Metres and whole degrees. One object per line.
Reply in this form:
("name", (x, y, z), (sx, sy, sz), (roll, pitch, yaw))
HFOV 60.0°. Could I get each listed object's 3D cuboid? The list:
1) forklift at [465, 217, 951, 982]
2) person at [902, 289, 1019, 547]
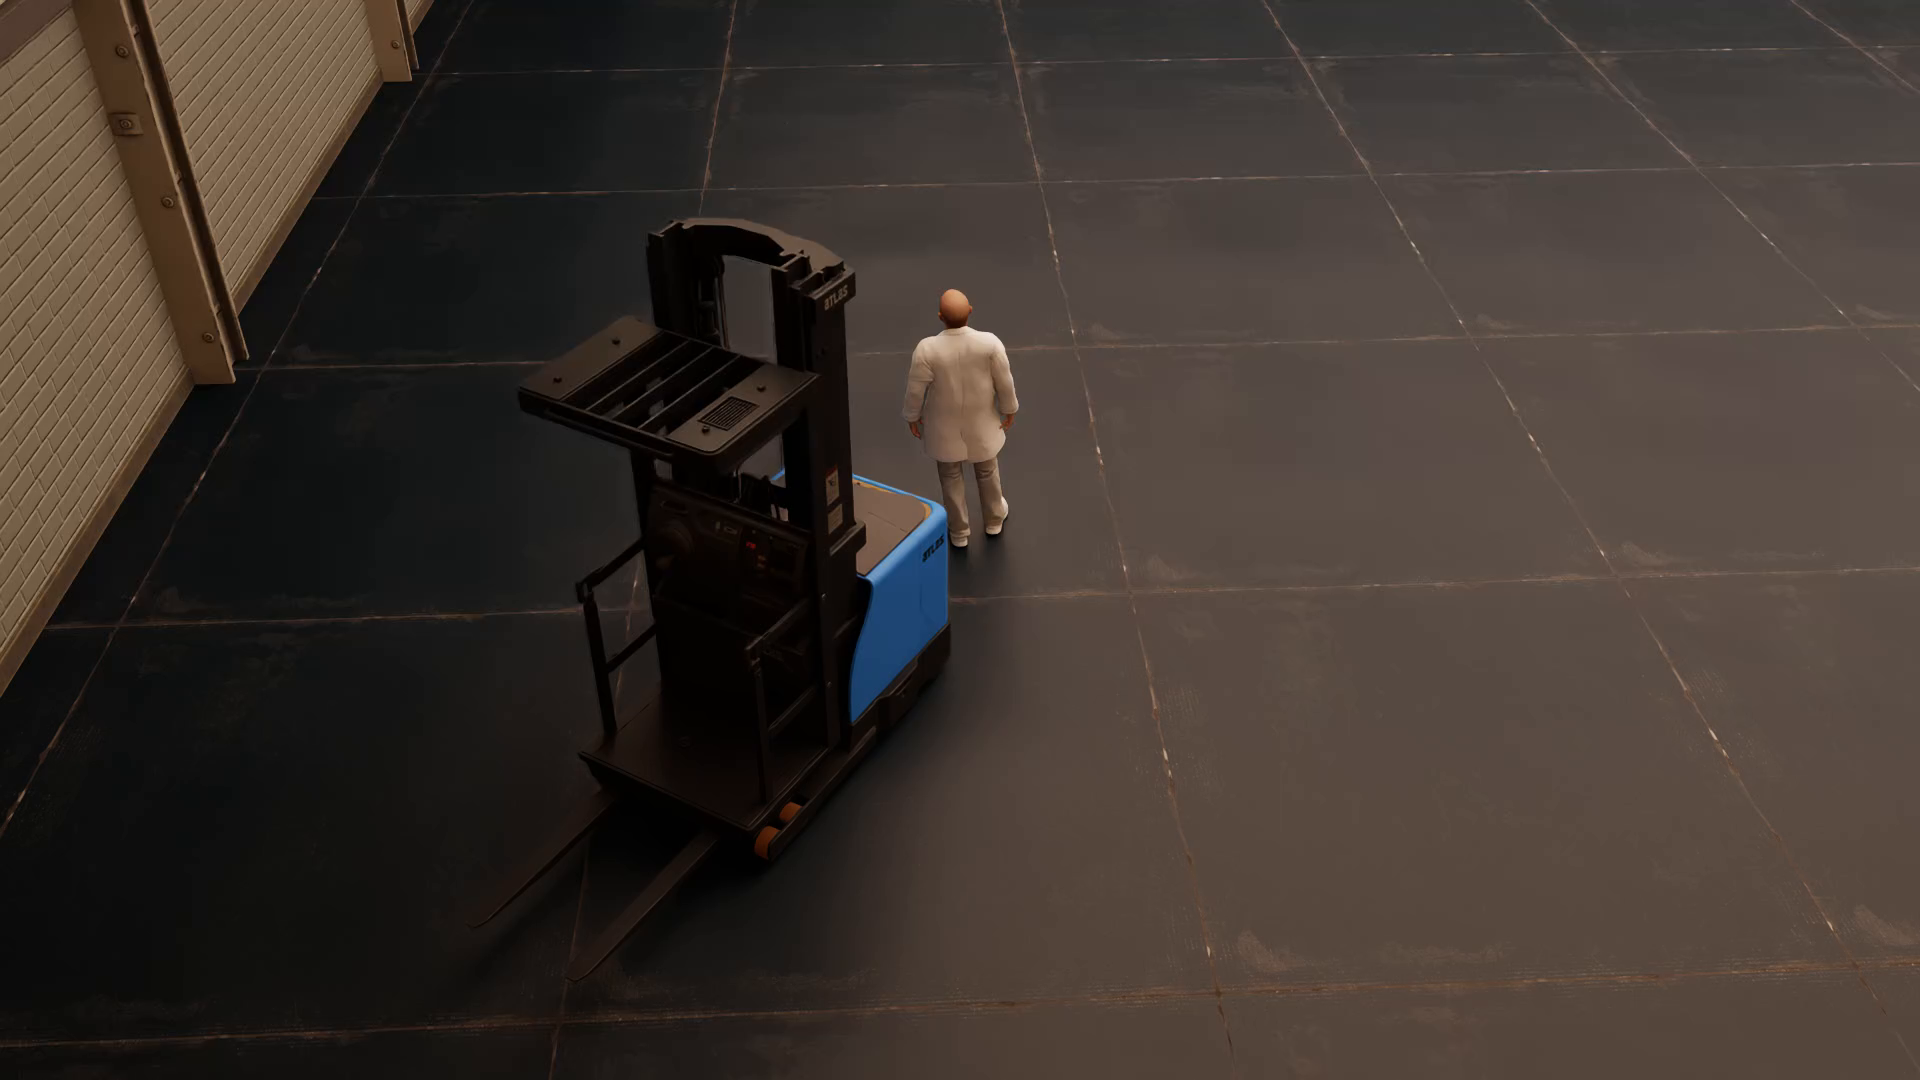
("forklift", (-1.234, 0.100, 7.874), (1.130, 2.935, 3.031), (19, 40, 24))
("person", (-0.001, -0.779, 10.046), (0.698, 1.778, 0.578), (-2, 36, -2))
